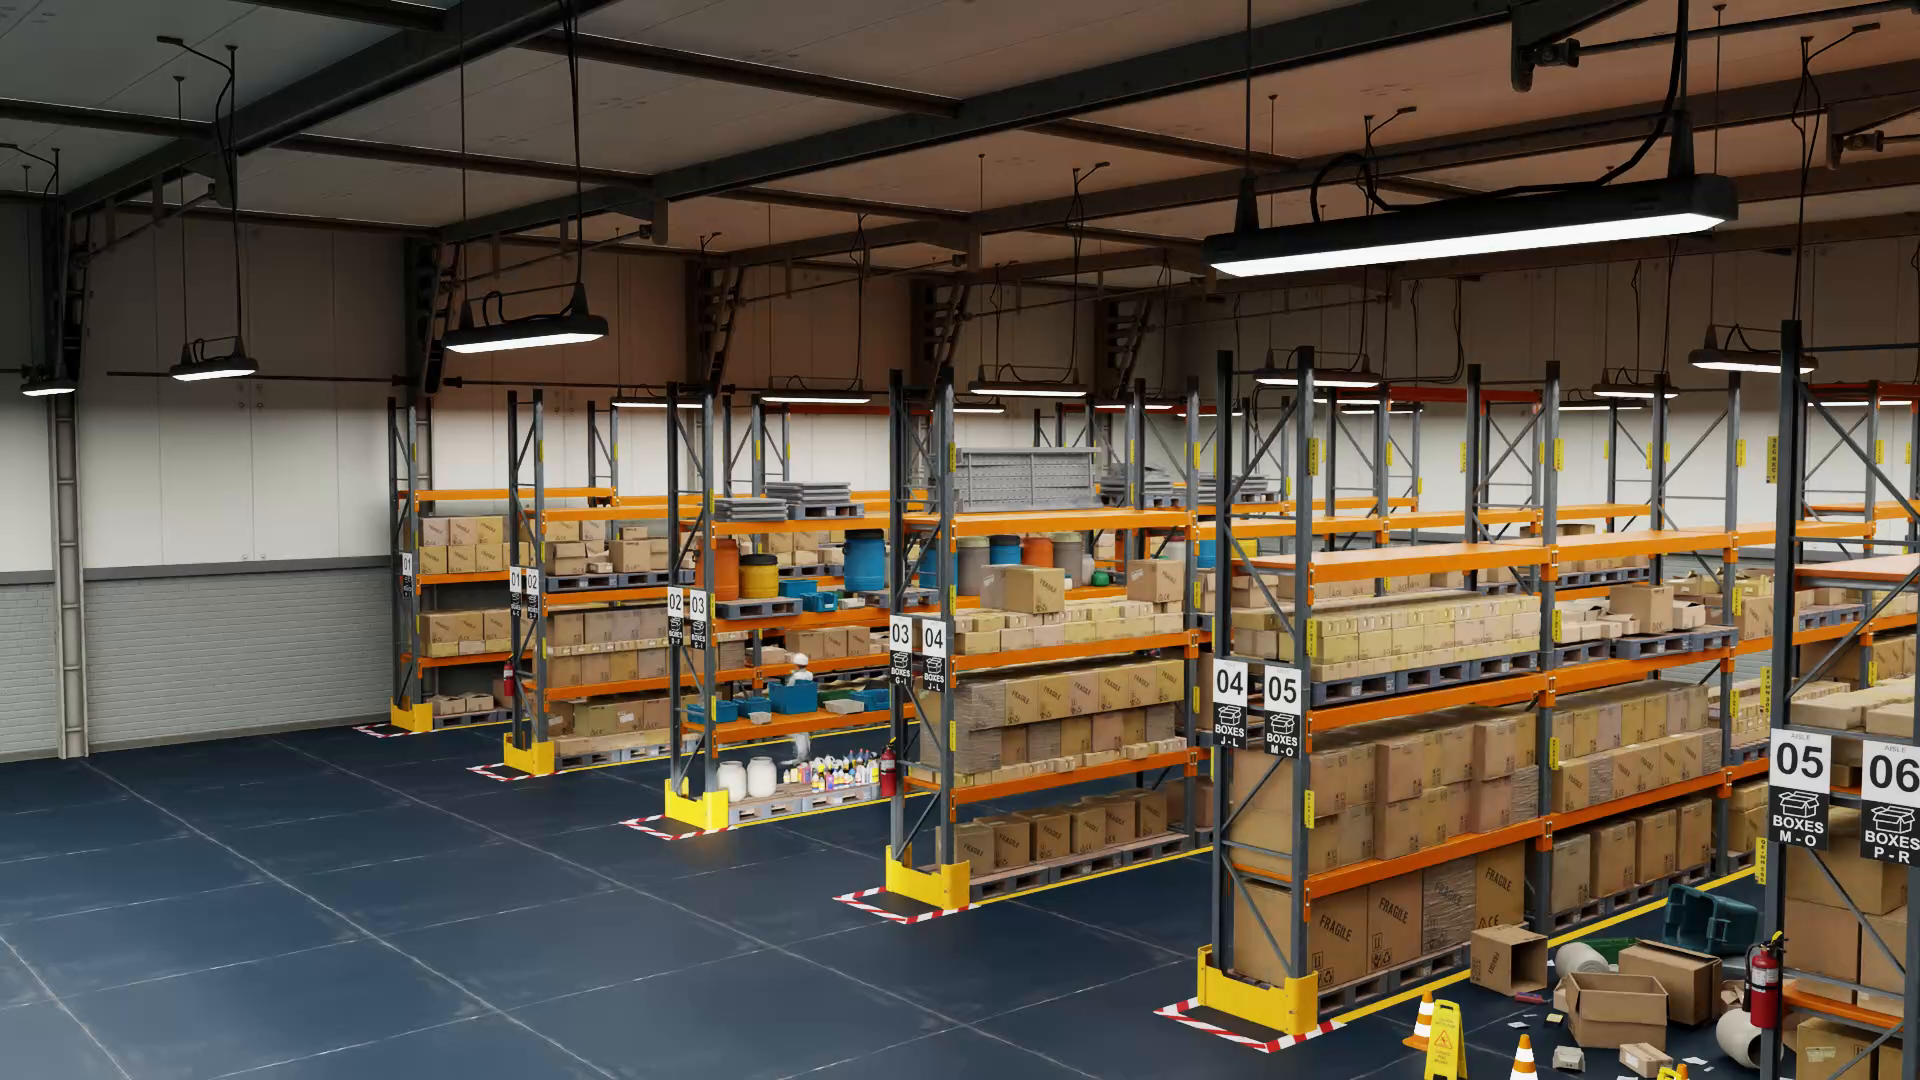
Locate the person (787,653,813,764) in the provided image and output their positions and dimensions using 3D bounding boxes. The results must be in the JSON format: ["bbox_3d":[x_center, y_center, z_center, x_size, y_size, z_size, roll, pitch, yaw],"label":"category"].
[{"bbox_3d":[-2.589,2.726,26.738,0.396,1.810,0.628,2,4,30],"label":"person"}]

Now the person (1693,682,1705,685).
[{"bbox_3d":[10.648,2.939,23.932,0.935,1.814,0.546,-3,4,-38],"label":"person"}]
